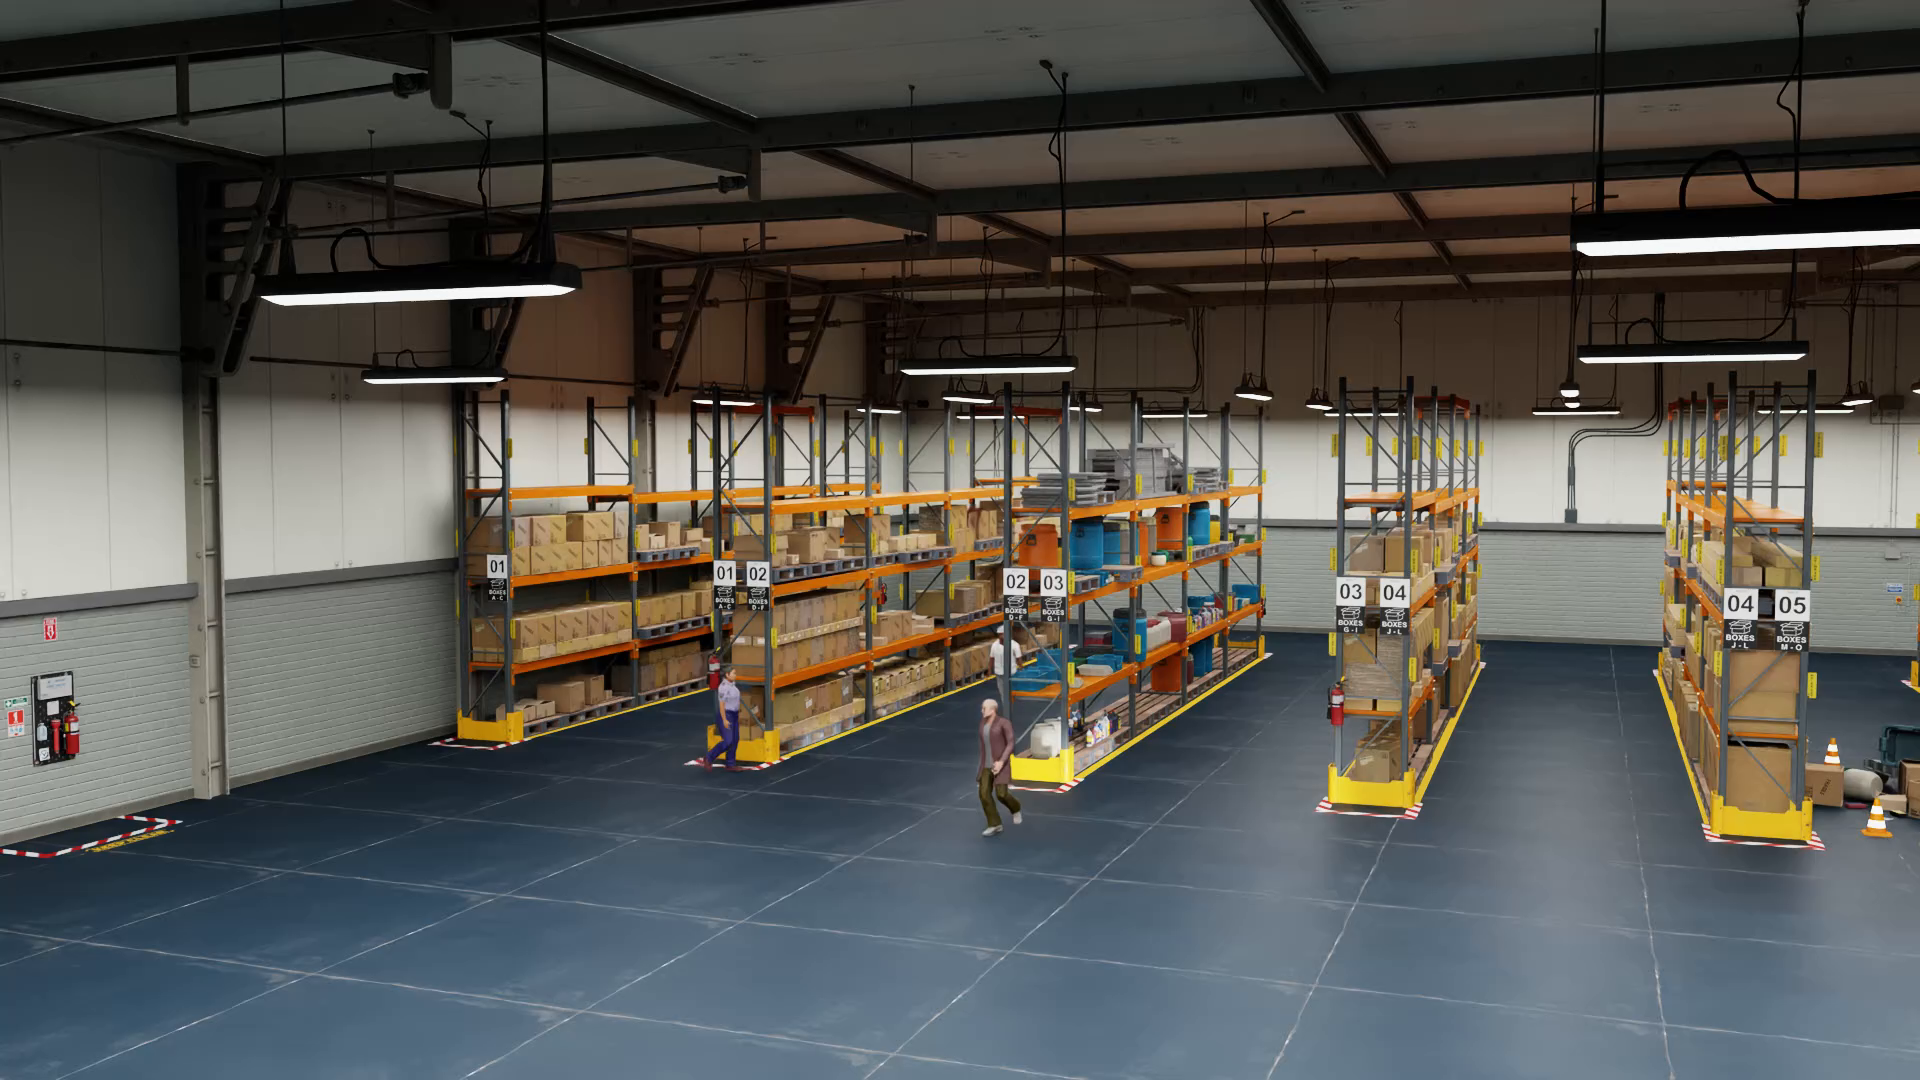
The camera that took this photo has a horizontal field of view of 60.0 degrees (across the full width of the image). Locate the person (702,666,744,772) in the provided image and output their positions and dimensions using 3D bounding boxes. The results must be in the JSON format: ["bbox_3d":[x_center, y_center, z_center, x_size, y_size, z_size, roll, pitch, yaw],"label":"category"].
[{"bbox_3d":[-3.655,2.781,25.701,0.577,1.619,0.589,1,3,11],"label":"person"}]

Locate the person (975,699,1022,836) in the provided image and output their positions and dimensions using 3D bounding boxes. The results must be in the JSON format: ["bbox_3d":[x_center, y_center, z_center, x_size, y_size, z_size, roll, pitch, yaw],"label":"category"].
[{"bbox_3d":[0.492,2.940,21.699,0.634,1.754,0.731,2,4,36],"label":"person"}]

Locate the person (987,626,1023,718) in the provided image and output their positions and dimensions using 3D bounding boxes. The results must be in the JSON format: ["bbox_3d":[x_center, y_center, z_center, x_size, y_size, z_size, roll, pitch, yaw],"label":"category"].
[{"bbox_3d":[0.772,2.442,30.345,0.630,1.751,0.807,2,4,31],"label":"person"}]
